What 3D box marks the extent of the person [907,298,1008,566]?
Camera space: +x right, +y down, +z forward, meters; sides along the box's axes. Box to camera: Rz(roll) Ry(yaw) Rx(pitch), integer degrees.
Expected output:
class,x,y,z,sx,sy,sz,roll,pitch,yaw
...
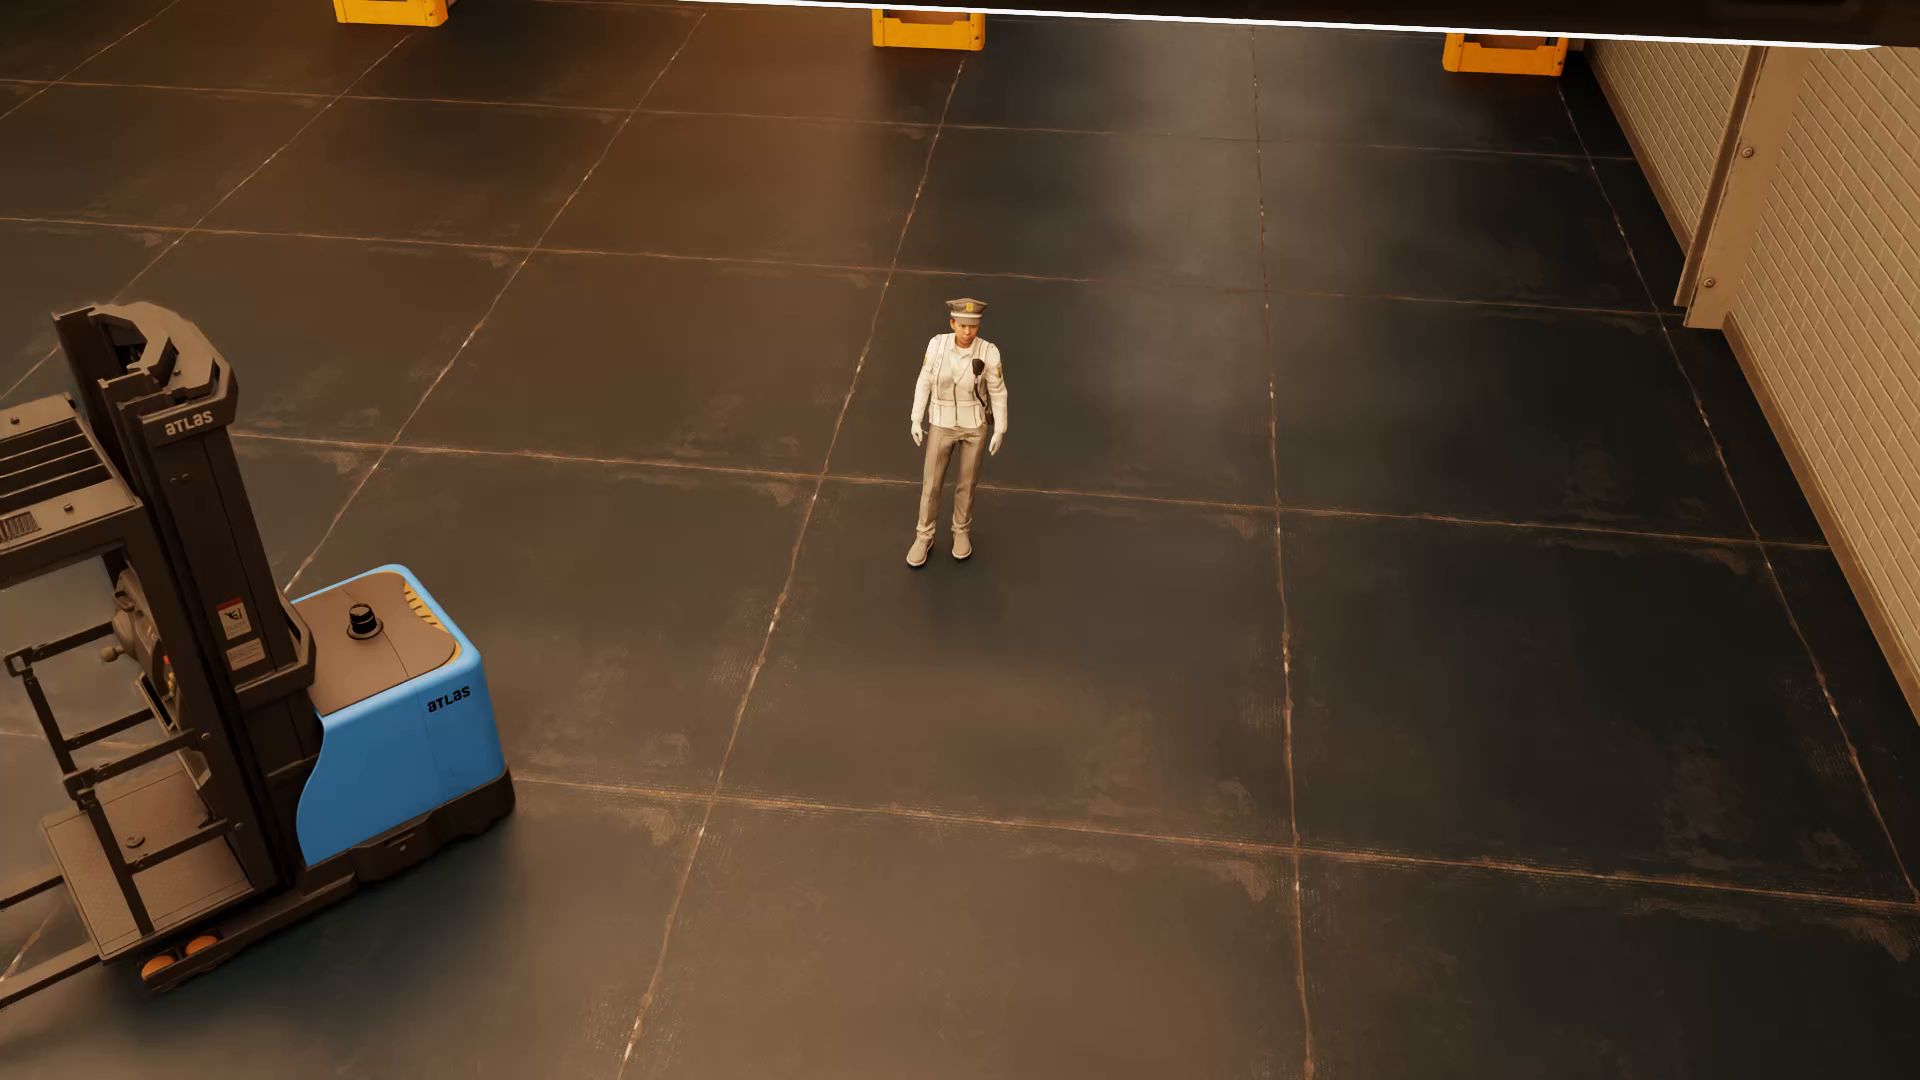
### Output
class,x,y,z,sx,sy,sz,roll,pitch,yaw
person,-0.015,-0.649,9.940,0.588,1.696,0.533,4,37,6

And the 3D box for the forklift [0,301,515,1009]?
class,x,y,z,sx,sy,sz,roll,pitch,yaw
forklift,-3.760,0.548,7.287,3.031,2.935,1.130,-25,43,-30
